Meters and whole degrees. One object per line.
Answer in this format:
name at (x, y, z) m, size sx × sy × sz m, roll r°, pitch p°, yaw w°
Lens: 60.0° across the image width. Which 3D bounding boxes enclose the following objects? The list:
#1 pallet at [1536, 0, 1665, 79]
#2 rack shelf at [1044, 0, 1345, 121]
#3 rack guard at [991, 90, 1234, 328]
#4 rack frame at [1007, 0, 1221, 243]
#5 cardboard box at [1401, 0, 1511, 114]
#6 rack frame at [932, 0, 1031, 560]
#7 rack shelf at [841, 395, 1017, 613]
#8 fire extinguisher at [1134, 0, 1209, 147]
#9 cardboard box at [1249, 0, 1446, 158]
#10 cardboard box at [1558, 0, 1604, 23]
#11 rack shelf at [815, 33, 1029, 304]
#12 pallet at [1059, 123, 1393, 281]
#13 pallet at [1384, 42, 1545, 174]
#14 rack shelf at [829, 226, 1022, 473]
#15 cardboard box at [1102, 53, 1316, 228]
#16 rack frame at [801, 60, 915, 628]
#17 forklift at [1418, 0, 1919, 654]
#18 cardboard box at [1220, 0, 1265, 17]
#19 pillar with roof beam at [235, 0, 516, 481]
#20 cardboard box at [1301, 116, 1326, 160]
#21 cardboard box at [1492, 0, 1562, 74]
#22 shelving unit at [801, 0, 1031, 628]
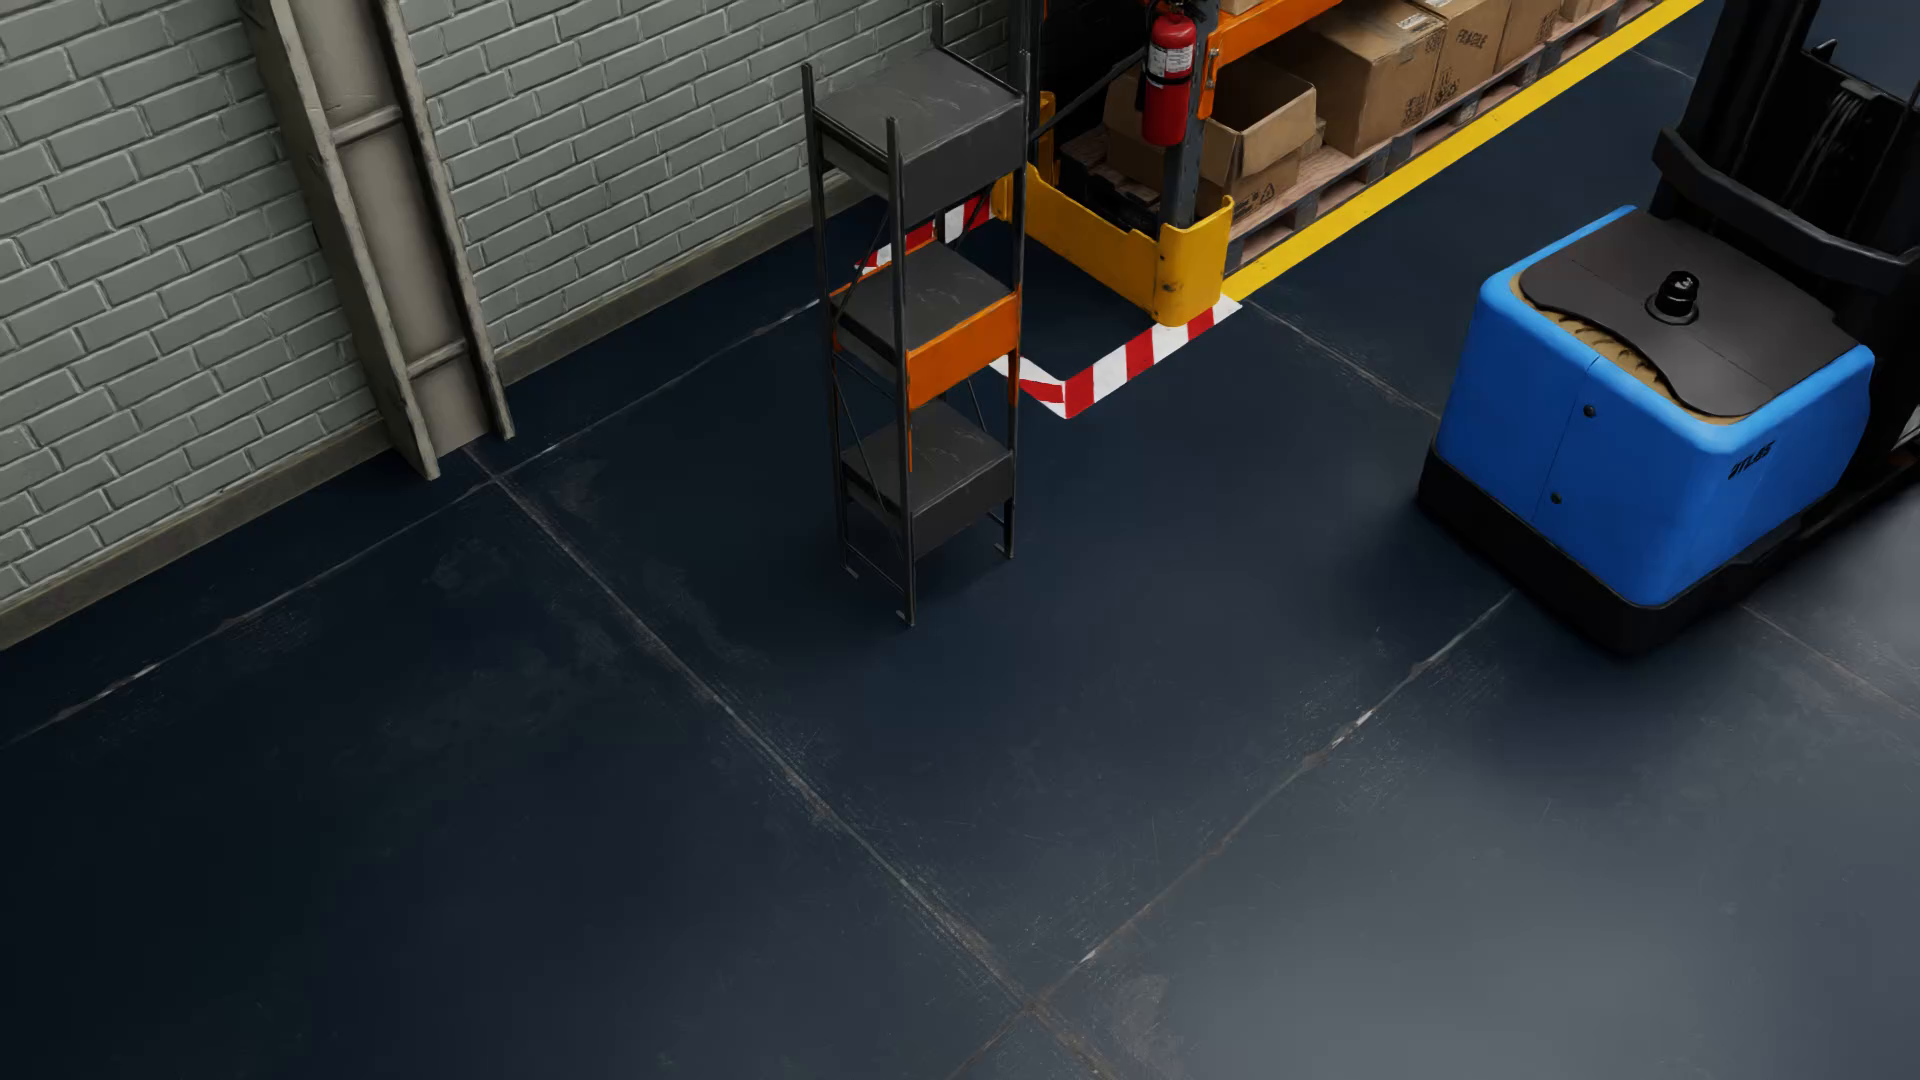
pallet at (3.031, -2.961, 8.838) m, size 1.213 × 0.211 × 1.003 m, roll -34°, pitch 56°, yaw -27°
rack shelf at (2.060, -3.013, 7.478) m, size 4.000 × 0.370 × 1.077 m, roll -34°, pitch 56°, yaw -27°
rack guard at (0.637, -1.458, 7.255) m, size 0.348 × 0.500 × 1.175 m, roll -34°, pitch 56°, yaw -27°
rack frame at (0.580, -2.268, 6.301) m, size 0.127 × 3.000 × 1.000 m, roll -34°, pitch 56°, yaw -27°
cardboard box at (2.214, -2.422, 7.859) m, size 0.500 × 0.500 × 0.500 m, roll -33°, pitch 55°, yaw -27°
rack frame at (0.058, -0.751, 5.514) m, size 0.015 × 2.100 × 0.400 m, roll -34°, pitch 56°, yaw -27°
rack shelf at (-0.122, -0.146, 5.927) m, size 0.480 × 0.518 × 0.431 m, roll -34°, pitch 56°, yaw -27°
fire extinguisher at (0.783, -1.791, 6.168) m, size 0.183 × 0.674 × 0.296 m, roll -34°, pitch 56°, yaw -27°
cardboard box at (1.755, -2.215, 7.668) m, size 0.500 × 0.500 × 0.700 m, roll -32°, pitch 55°, yaw -26°
cardboard box at (3.061, -2.849, 8.412) m, size 0.258 × 0.266 × 0.396 m, roll -32°, pitch 55°, yaw -26°
rack shelf at (-0.122, -1.096, 4.898) m, size 0.480 × 0.518 × 0.431 m, roll -34°, pitch 56°, yaw -27°
pallet at (1.226, -1.754, 7.725) m, size 1.213 × 0.211 × 1.003 m, roll -34°, pitch 56°, yaw -27°
pallet at (2.128, -2.354, 8.279) m, size 1.213 × 0.211 × 1.003 m, roll -34°, pitch 56°, yaw -27°
rack shelf at (-0.122, -0.621, 5.413) m, size 0.480 × 0.518 × 0.431 m, roll -34°, pitch 56°, yaw -27°
cardboard box at (1.097, -1.815, 7.296) m, size 0.637 × 0.503 × 0.797 m, roll -36°, pitch 57°, yaw -28°
rack frame at (-0.303, -0.510, 5.291) m, size 0.015 × 2.100 × 0.400 m, roll -34°, pitch 56°, yaw -27°
forklift at (3.236, -1.477, 5.619) m, size 3.031 × 2.935 × 1.130 m, roll -28°, pitch 53°, yaw -23°
cardboard box at (1.008, -2.196, 6.406) m, size 0.250 × 0.149 × 0.380 m, roll -34°, pitch 56°, yaw -27°
pillar with roof beam at (0.875, -1.118, 1.159) m, size 0.400 × 9.000 × 9.100 m, roll -34°, pitch 56°, yaw -27°
cardboard box at (1.437, -1.883, 7.601) m, size 0.250 × 0.149 × 0.380 m, roll -36°, pitch 57°, yaw -28°
cardboard box at (2.523, -2.728, 8.141) m, size 0.500 × 0.500 × 0.700 m, roll -36°, pitch 57°, yaw -28°
shelving unit at (-0.122, -0.630, 5.403) m, size 0.503 × 2.100 × 0.431 m, roll -34°, pitch 56°, yaw -27°
